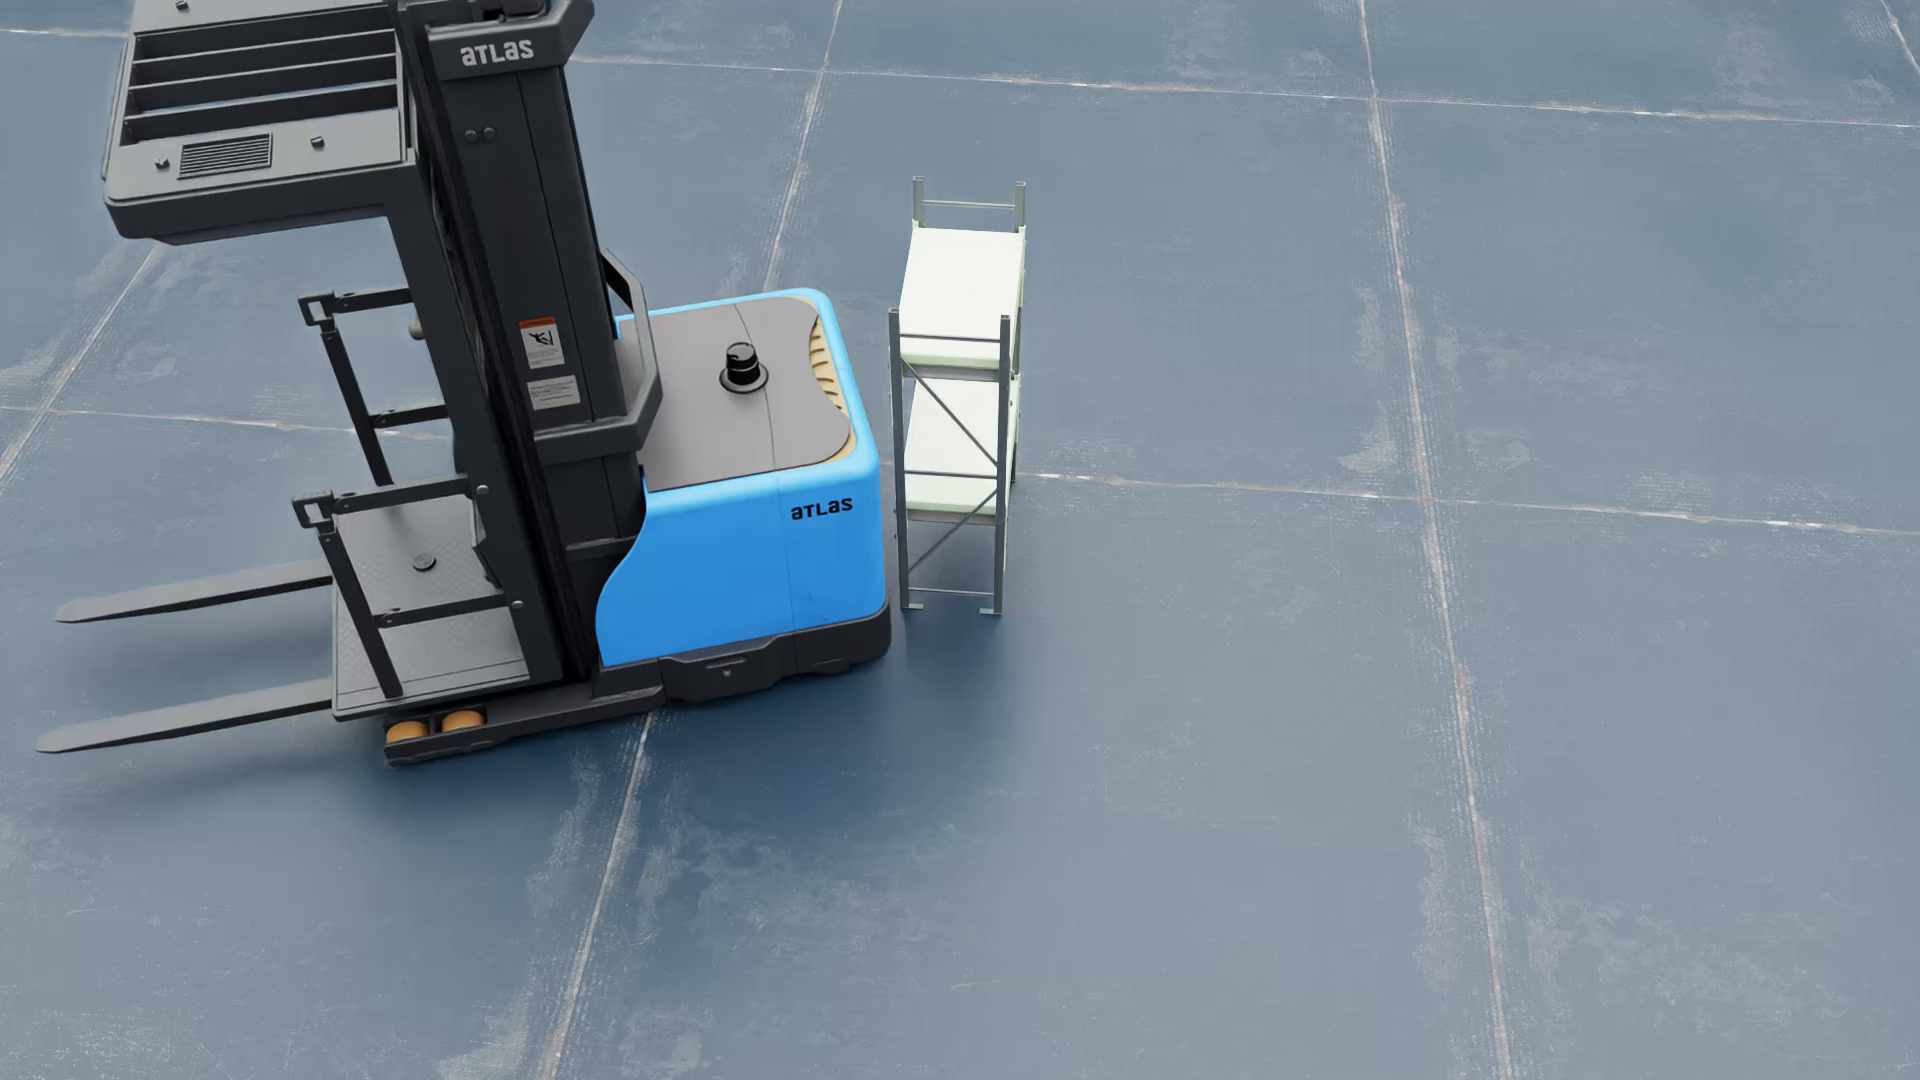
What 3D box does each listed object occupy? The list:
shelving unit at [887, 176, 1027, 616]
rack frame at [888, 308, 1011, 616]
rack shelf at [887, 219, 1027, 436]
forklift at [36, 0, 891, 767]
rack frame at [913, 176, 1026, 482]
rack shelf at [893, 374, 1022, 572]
[{"bbox_3d":[-0.001,-0.501,6.218,0.431,1.500,0.755,4,48,4],"label":"shelving unit"},{"bbox_3d":[-0.034,-0.232,5.972,0.400,1.500,0.023,4,48,4],"label":"rack frame"},{"bbox_3d":[-0.001,-0.765,5.930,0.431,0.370,0.720,4,48,4],"label":"rack shelf"},{"bbox_3d":[-1.835,-0.611,5.348,3.031,2.935,1.130,-10,48,-9],"label":"forklift"},{"bbox_3d":[0.033,-0.770,6.464,0.400,1.500,0.023,4,48,4],"label":"rack frame"},{"bbox_3d":[-0.001,-0.281,6.459,0.431,0.370,0.720,4,48,4],"label":"rack shelf"}]
